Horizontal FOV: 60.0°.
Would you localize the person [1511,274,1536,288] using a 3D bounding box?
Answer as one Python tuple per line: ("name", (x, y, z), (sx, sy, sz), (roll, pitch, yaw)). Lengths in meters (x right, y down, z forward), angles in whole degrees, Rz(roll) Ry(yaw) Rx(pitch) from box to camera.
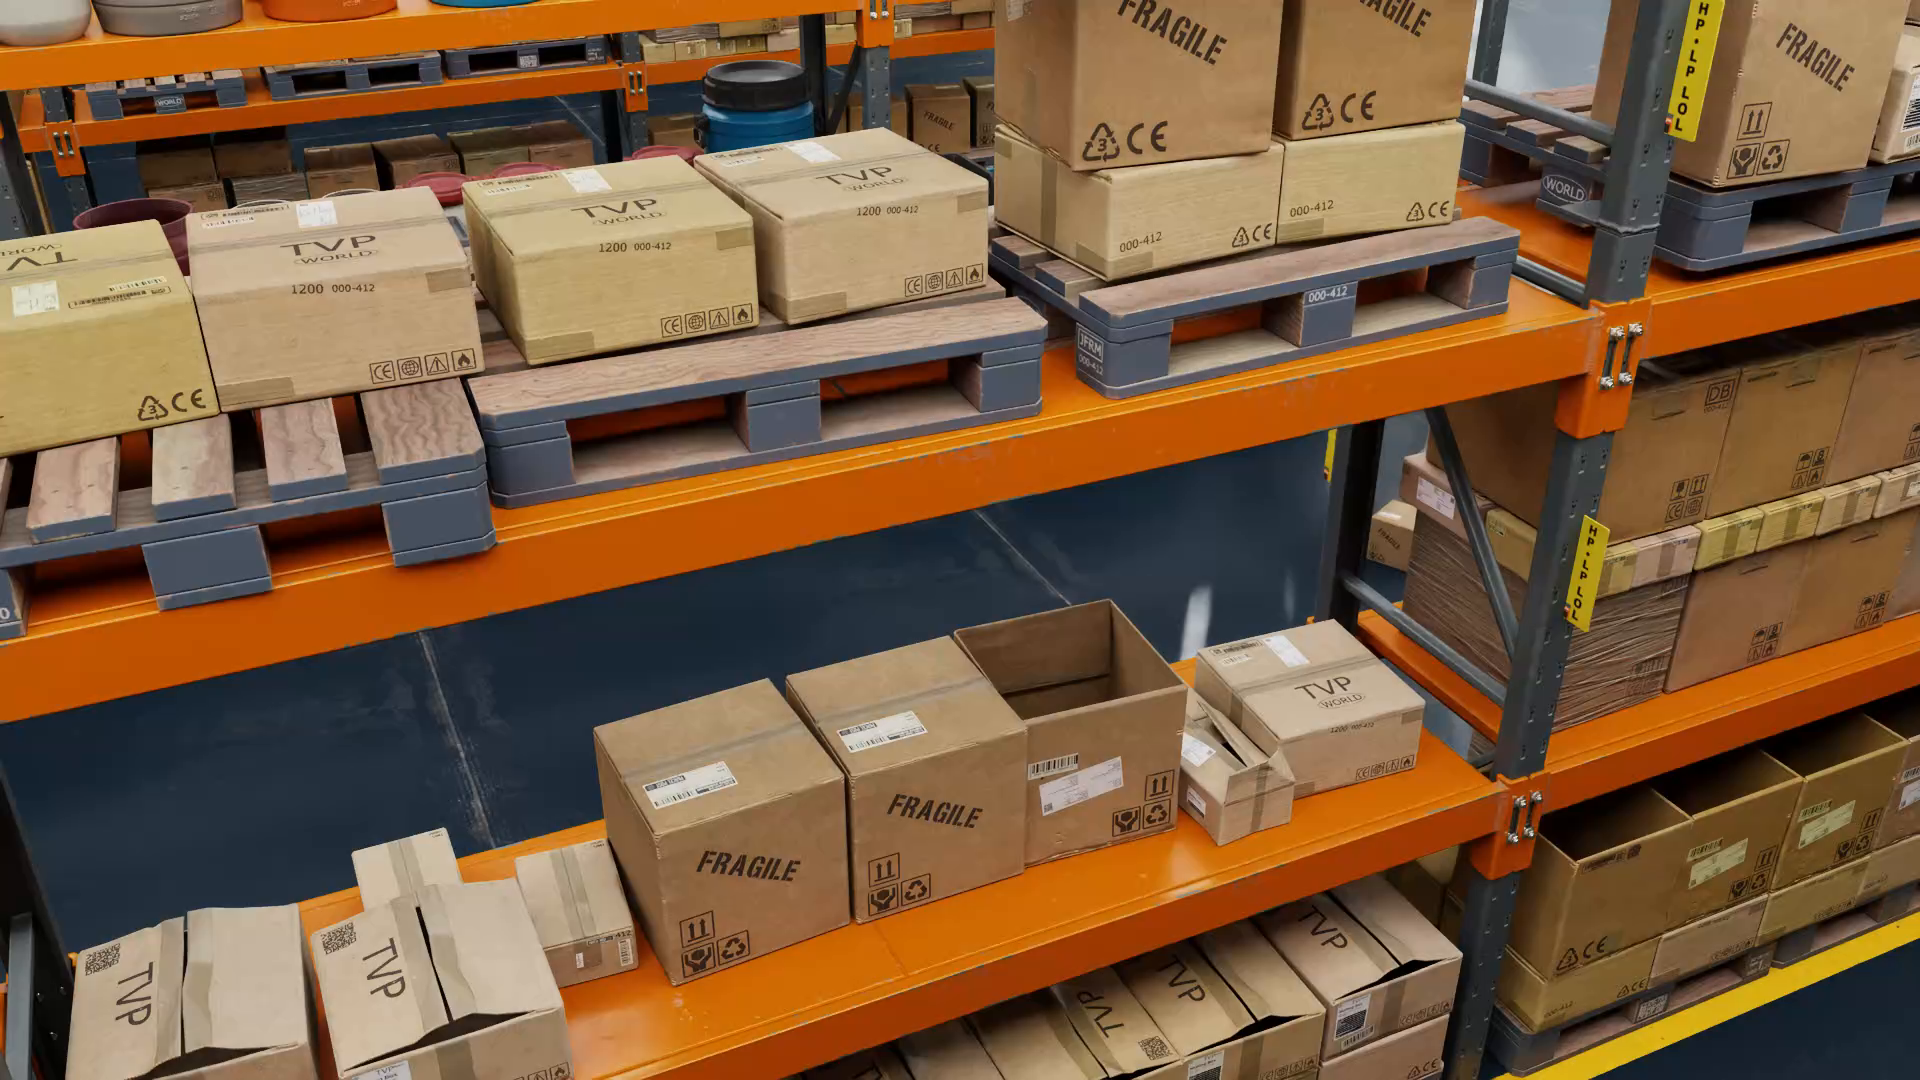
("person", (2.869, -1.121, 9.129), (1.031, 1.748, 0.579), (-20, 35, -32))
